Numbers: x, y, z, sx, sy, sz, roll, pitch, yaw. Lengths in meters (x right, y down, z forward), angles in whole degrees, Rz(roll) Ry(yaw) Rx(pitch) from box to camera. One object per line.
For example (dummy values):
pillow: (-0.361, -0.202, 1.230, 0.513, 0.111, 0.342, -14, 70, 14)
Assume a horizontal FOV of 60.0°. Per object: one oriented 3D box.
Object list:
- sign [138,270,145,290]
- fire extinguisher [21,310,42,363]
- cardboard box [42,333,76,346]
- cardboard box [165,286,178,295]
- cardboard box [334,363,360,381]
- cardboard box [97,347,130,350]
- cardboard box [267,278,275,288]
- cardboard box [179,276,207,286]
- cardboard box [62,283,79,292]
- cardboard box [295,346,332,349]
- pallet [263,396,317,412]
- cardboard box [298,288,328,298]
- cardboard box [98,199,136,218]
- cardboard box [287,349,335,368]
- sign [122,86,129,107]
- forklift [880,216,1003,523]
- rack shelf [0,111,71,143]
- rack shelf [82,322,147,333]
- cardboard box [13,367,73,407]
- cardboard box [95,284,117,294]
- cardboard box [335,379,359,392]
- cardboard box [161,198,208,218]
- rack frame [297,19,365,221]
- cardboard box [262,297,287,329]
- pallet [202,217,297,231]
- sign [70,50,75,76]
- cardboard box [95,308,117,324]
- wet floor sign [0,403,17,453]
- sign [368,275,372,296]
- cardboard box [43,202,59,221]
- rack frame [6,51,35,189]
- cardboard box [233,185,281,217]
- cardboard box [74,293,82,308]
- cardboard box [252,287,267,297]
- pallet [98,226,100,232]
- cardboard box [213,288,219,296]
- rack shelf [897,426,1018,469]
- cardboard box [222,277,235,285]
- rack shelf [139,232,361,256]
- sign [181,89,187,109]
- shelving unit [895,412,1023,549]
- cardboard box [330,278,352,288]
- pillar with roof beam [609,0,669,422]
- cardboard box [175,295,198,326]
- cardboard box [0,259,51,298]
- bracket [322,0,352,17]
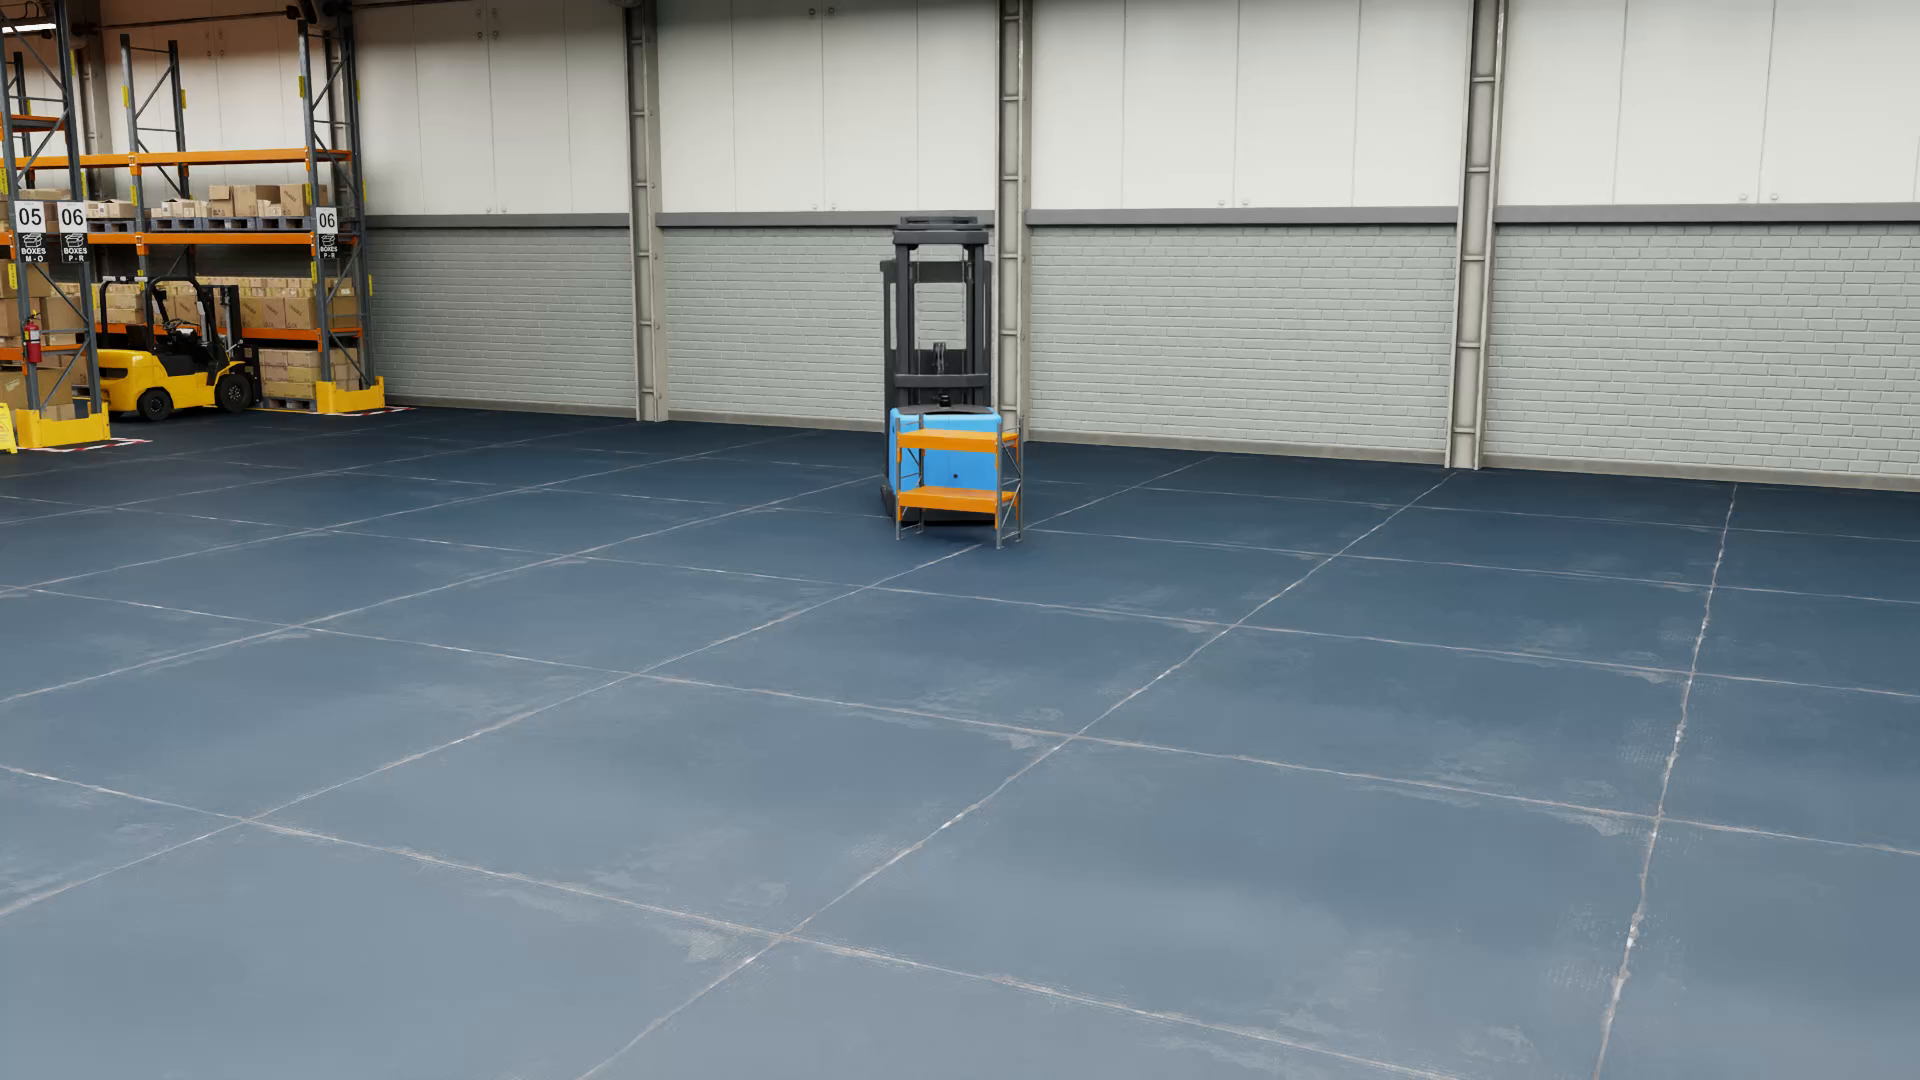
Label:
sign: (-13.650, -4.334, 27.727, 0.005, 0.325, 0.100, 5, 11, 26)
fire extinguisher: (-12.126, -2.662, 21.733, 0.183, 0.674, 0.296, 5, 11, 26)
cardboard box: (-12.238, -2.719, 22.536, 0.250, 0.149, 0.380, 5, 11, 26)
cardboard box: (-13.017, -4.172, 27.757, 0.250, 0.149, 0.380, 5, 12, 27)
cardboard box: (-10.162, -2.746, 27.116, 0.500, 0.250, 0.500, 5, 12, 27)
cardboard box: (-14.584, -3.031, 29.043, 0.625, 0.625, 0.875, 5, 11, 25)
cardboard box: (-10.918, -4.147, 26.786, 0.250, 0.149, 0.380, 5, 11, 26)
cardboard box: (-12.757, -4.308, 27.676, 0.250, 0.149, 0.380, 5, 11, 25)
cardboard box: (-15.412, -4.397, 29.002, 0.250, 0.149, 0.380, 5, 11, 26)
cardboard box: (-10.629, -3.028, 27.274, 0.500, 0.250, 0.500, 5, 11, 26)
pallet: (-10.536, -2.257, 27.109, 1.213, 0.211, 1.003, 5, 11, 26)
cardboard box: (-10.267, -3.927, 26.402, 0.250, 0.149, 0.380, 5, 11, 27)
cardboard box: (-14.176, -5.597, 28.101, 0.500, 0.311, 0.500, 5, 11, 24)
cardboard box: (-10.383, -2.908, 26.609, 0.500, 0.250, 0.500, 5, 12, 28)
sign: (-13.648, -7.254, 27.198, 0.005, 0.325, 0.100, 5, 11, 26)
forklift: (-0.250, -1.824, 17.076, 1.130, 2.935, 3.031, -1, 10, -6)
rack shelf: (-13.818, -5.537, 22.584, 4.000, 0.370, 1.077, 5, 11, 26)
rack shelf: (-15.213, -3.695, 29.241, 4.000, 0.370, 1.077, 5, 11, 26)
cardboard box: (-12.647, -2.115, 22.929, 0.500, 0.500, 0.500, 5, 11, 24)
cardboard box: (-14.554, -4.296, 28.440, 0.250, 0.149, 0.380, 5, 11, 24)
cardboard box: (-10.186, -2.499, 27.159, 0.500, 0.250, 0.500, 5, 11, 26)
cardboard box: (-12.781, -5.475, 27.424, 0.500, 0.311, 0.500, 5, 12, 27)
rack frame: (-9.832, -6.528, 26.031, 0.127, 3.000, 1.000, 5, 11, 26)
cardboard box: (-10.850, -3.664, 26.773, 0.500, 0.500, 0.500, 5, 12, 28)
pallet: (-11.553, -5.164, 27.166, 1.213, 0.211, 1.003, 5, 11, 26)
sign: (-11.785, -6.320, 22.037, 0.005, 0.325, 0.100, 5, 11, 26)
cardboard box: (-14.440, -3.854, 28.522, 0.500, 0.250, 0.500, 5, 11, 25)
wet floor sign: (-12.328, -1.438, 21.366, 0.267, 0.644, 0.232, -10, 14, -43)
sign: (-9.581, -4.129, 26.968, 0.005, 0.325, 0.100, 5, 11, 26)
cardboard box: (-12.358, -4.413, 22.357, 0.500, 0.250, 0.500, 5, 11, 25)
rack frame: (-17.006, -7.158, 29.514, 0.127, 3.000, 1.000, 5, 11, 26)
cardboard box: (-11.211, -5.449, 26.754, 0.500, 0.500, 0.700, 5, 11, 26)
cardboard box: (-14.893, -4.142, 28.709, 0.500, 0.250, 0.500, 5, 12, 27)
cardboard box: (-11.192, -4.007, 26.847, 0.250, 0.149, 0.380, 5, 11, 24)
pallet: (-15.354, -5.462, 29.097, 1.213, 0.211, 1.003, 6, 12, 28)
cardboard box: (-12.114, -4.087, 27.286, 0.250, 0.149, 0.380, 5, 11, 24)
rack shelf: (-0.006, -0.842, 15.081, 1.000, 0.278, 0.538, 5, 11, 26)
cardboard box: (-11.843, -4.228, 27.229, 0.250, 0.149, 0.380, 5, 11, 26)
rack shelf: (-11.625, -4.855, 27.233, 4.000, 0.370, 1.077, 5, 11, 26)
sign: (-13.151, -7.467, 28.154, 0.005, 0.325, 0.100, 5, 11, 26)
shelving unit: (-0.006, -0.554, 15.133, 1.048, 1.125, 0.538, 5, 11, 26)
cardboard box: (-10.038, -4.151, 26.806, 0.250, 0.149, 0.380, 5, 11, 25)
pillar with roof beam: (-6.582, -5.566, 20.718, 0.548, 9.000, 9.100, 5, 11, 26)
cardboard box: (-12.662, -3.825, 27.662, 0.500, 0.500, 0.500, 5, 12, 27)
cardboard box: (-12.579, -3.476, 22.088, 0.500, 0.500, 0.700, 5, 11, 24)
bracket: (-9.842, -8.408, 26.315, 0.430, 0.232, 0.235, 5, 11, 26)
